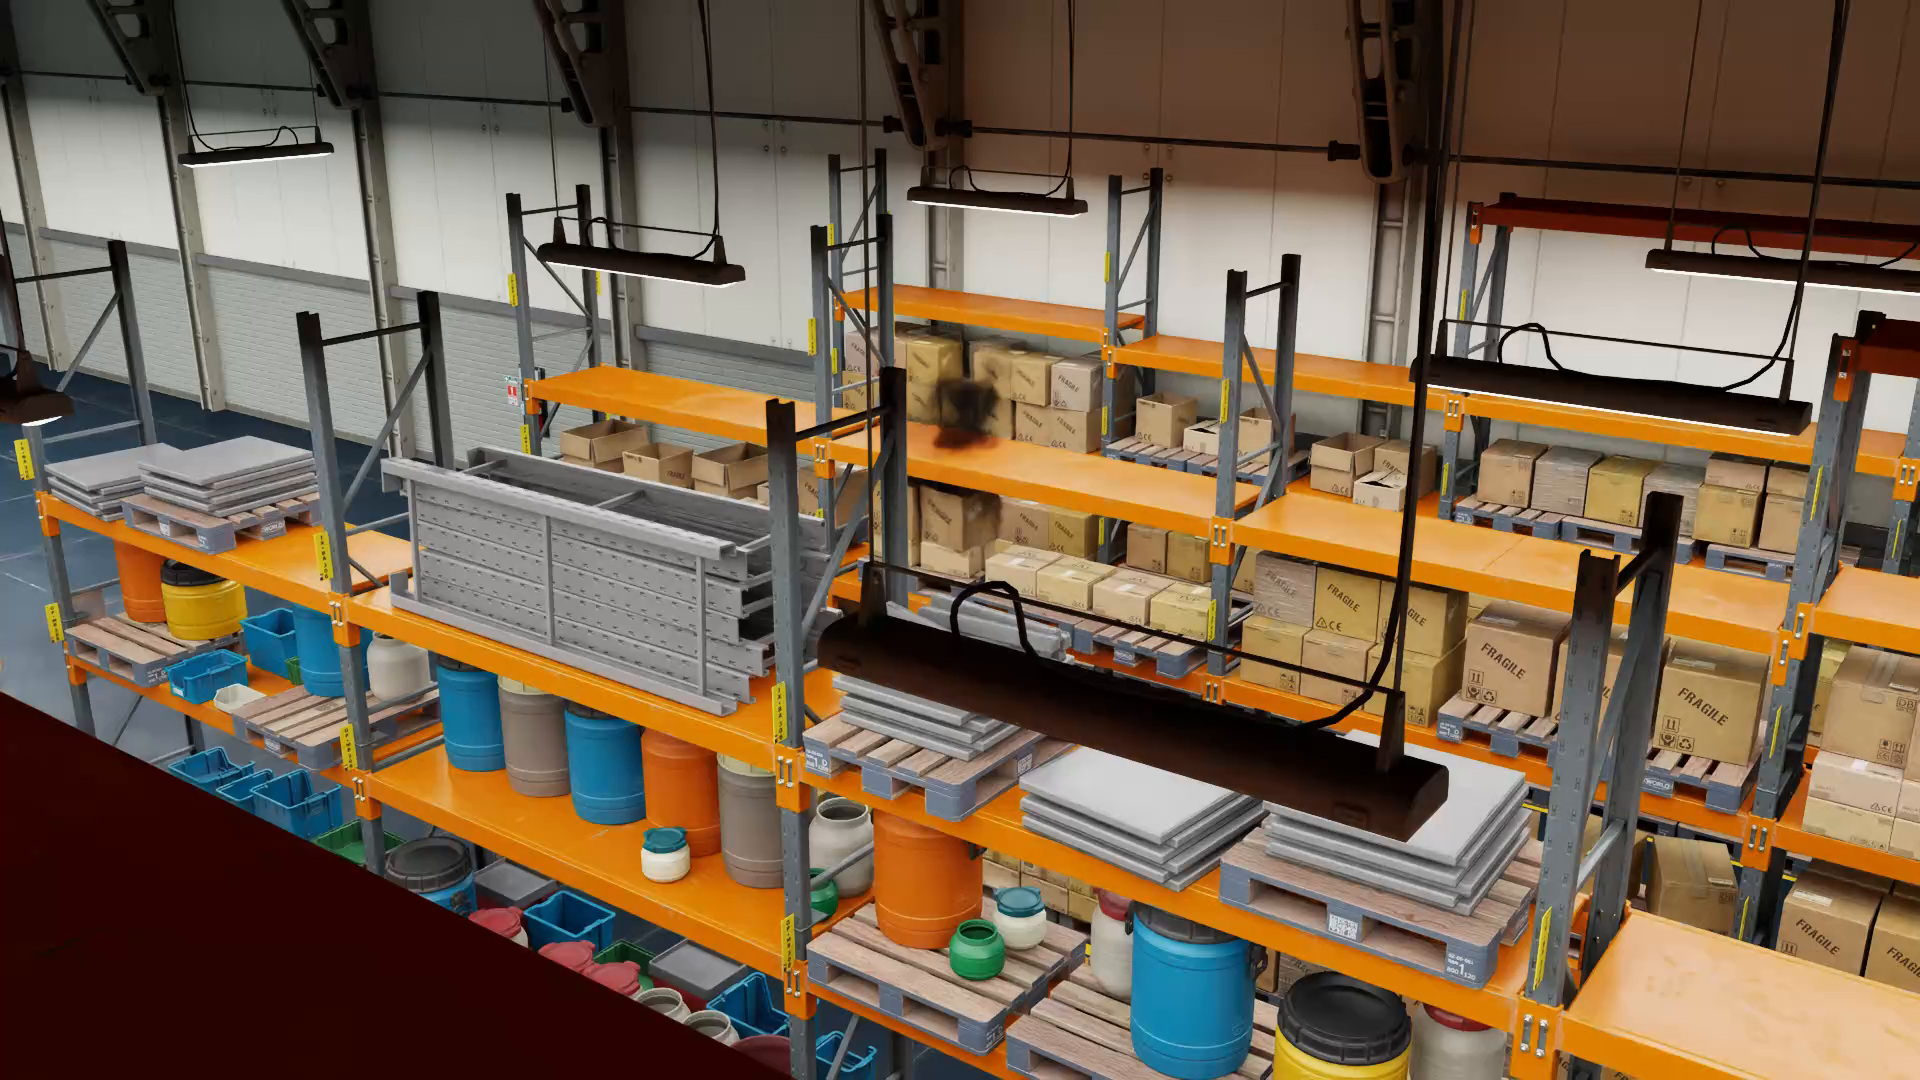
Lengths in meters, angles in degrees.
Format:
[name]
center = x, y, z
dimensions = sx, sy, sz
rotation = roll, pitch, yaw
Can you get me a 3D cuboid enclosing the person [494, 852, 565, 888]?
[person]
center = -3.949, 2.431, 15.006
dimensions = 0.847, 1.793, 0.664
rotation = 8, 20, 23
